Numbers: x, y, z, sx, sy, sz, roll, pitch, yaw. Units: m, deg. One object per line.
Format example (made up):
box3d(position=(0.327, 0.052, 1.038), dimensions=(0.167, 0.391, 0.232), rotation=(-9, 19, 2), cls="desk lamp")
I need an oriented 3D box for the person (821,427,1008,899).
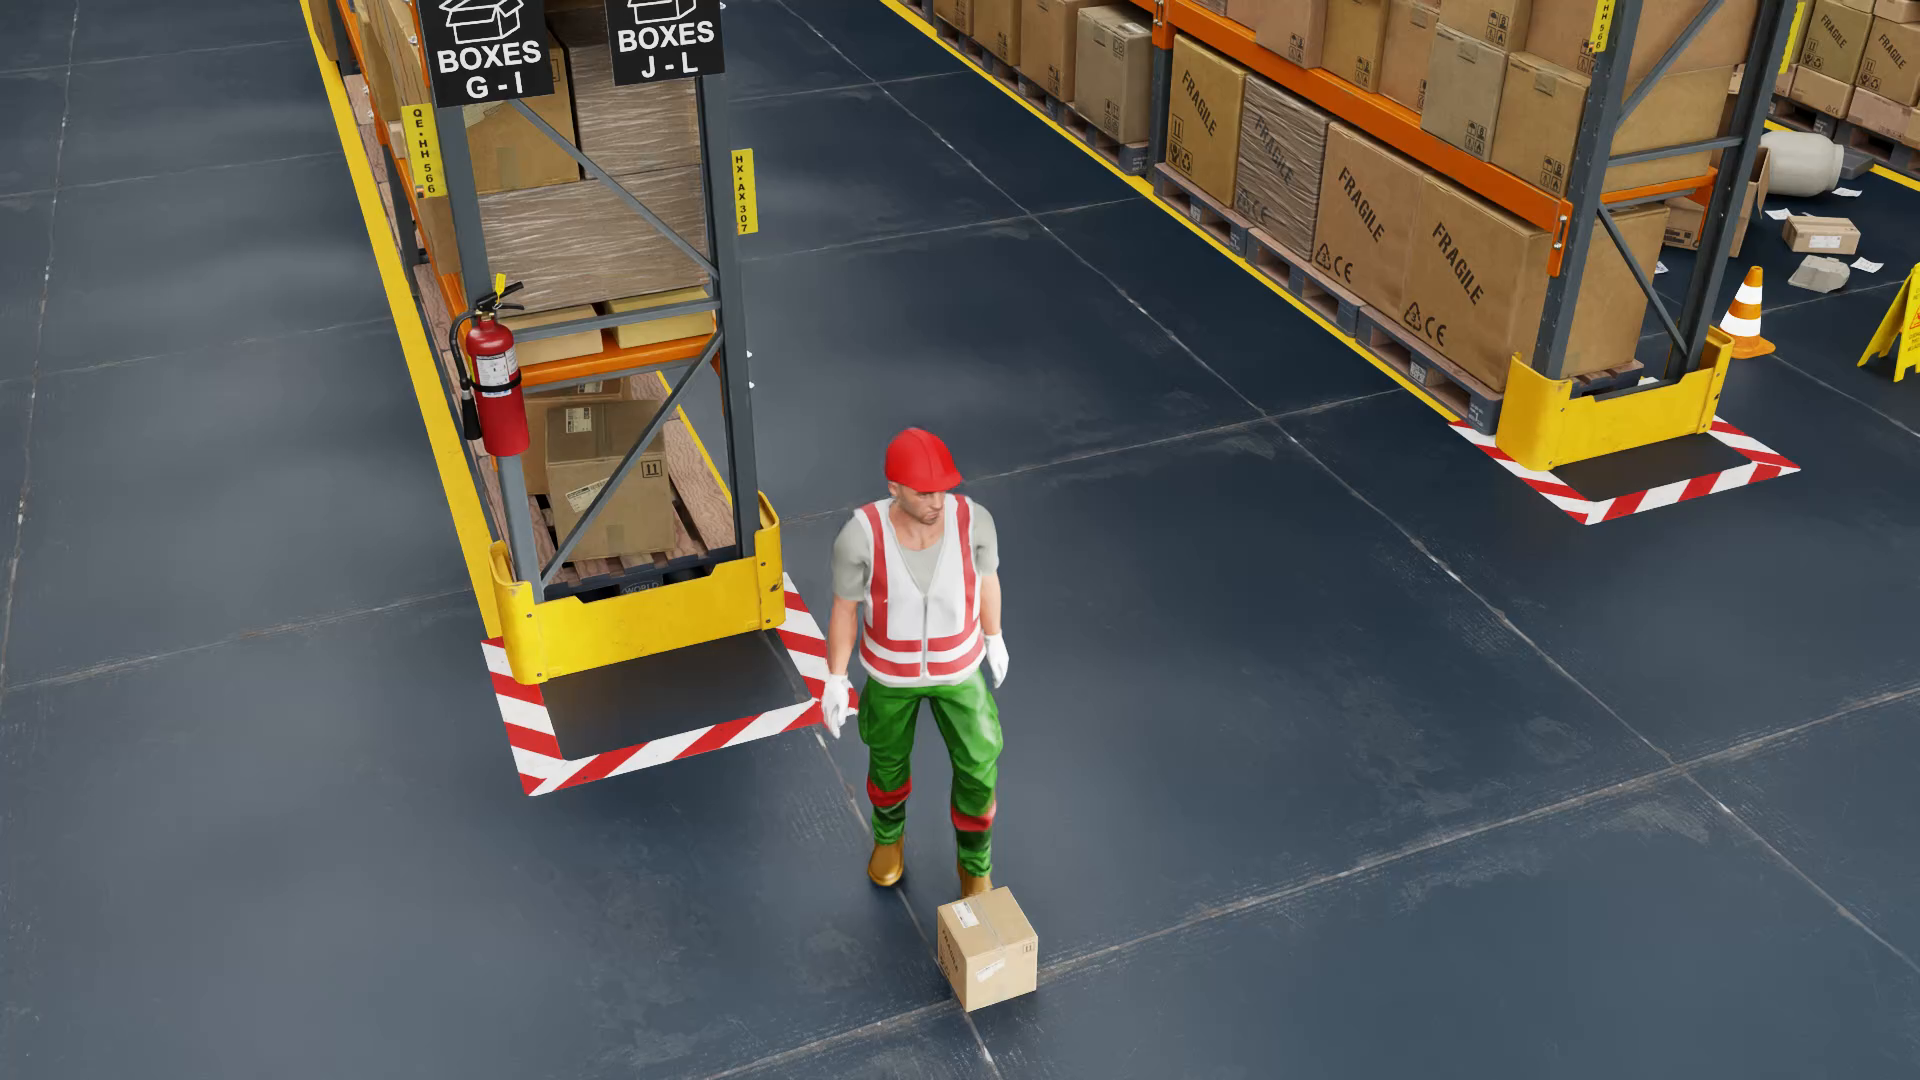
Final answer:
box3d(position=(-0.140, 0.471, 5.438), dimensions=(0.634, 1.852, 0.474), rotation=(-3, 33, -4), cls="person")
